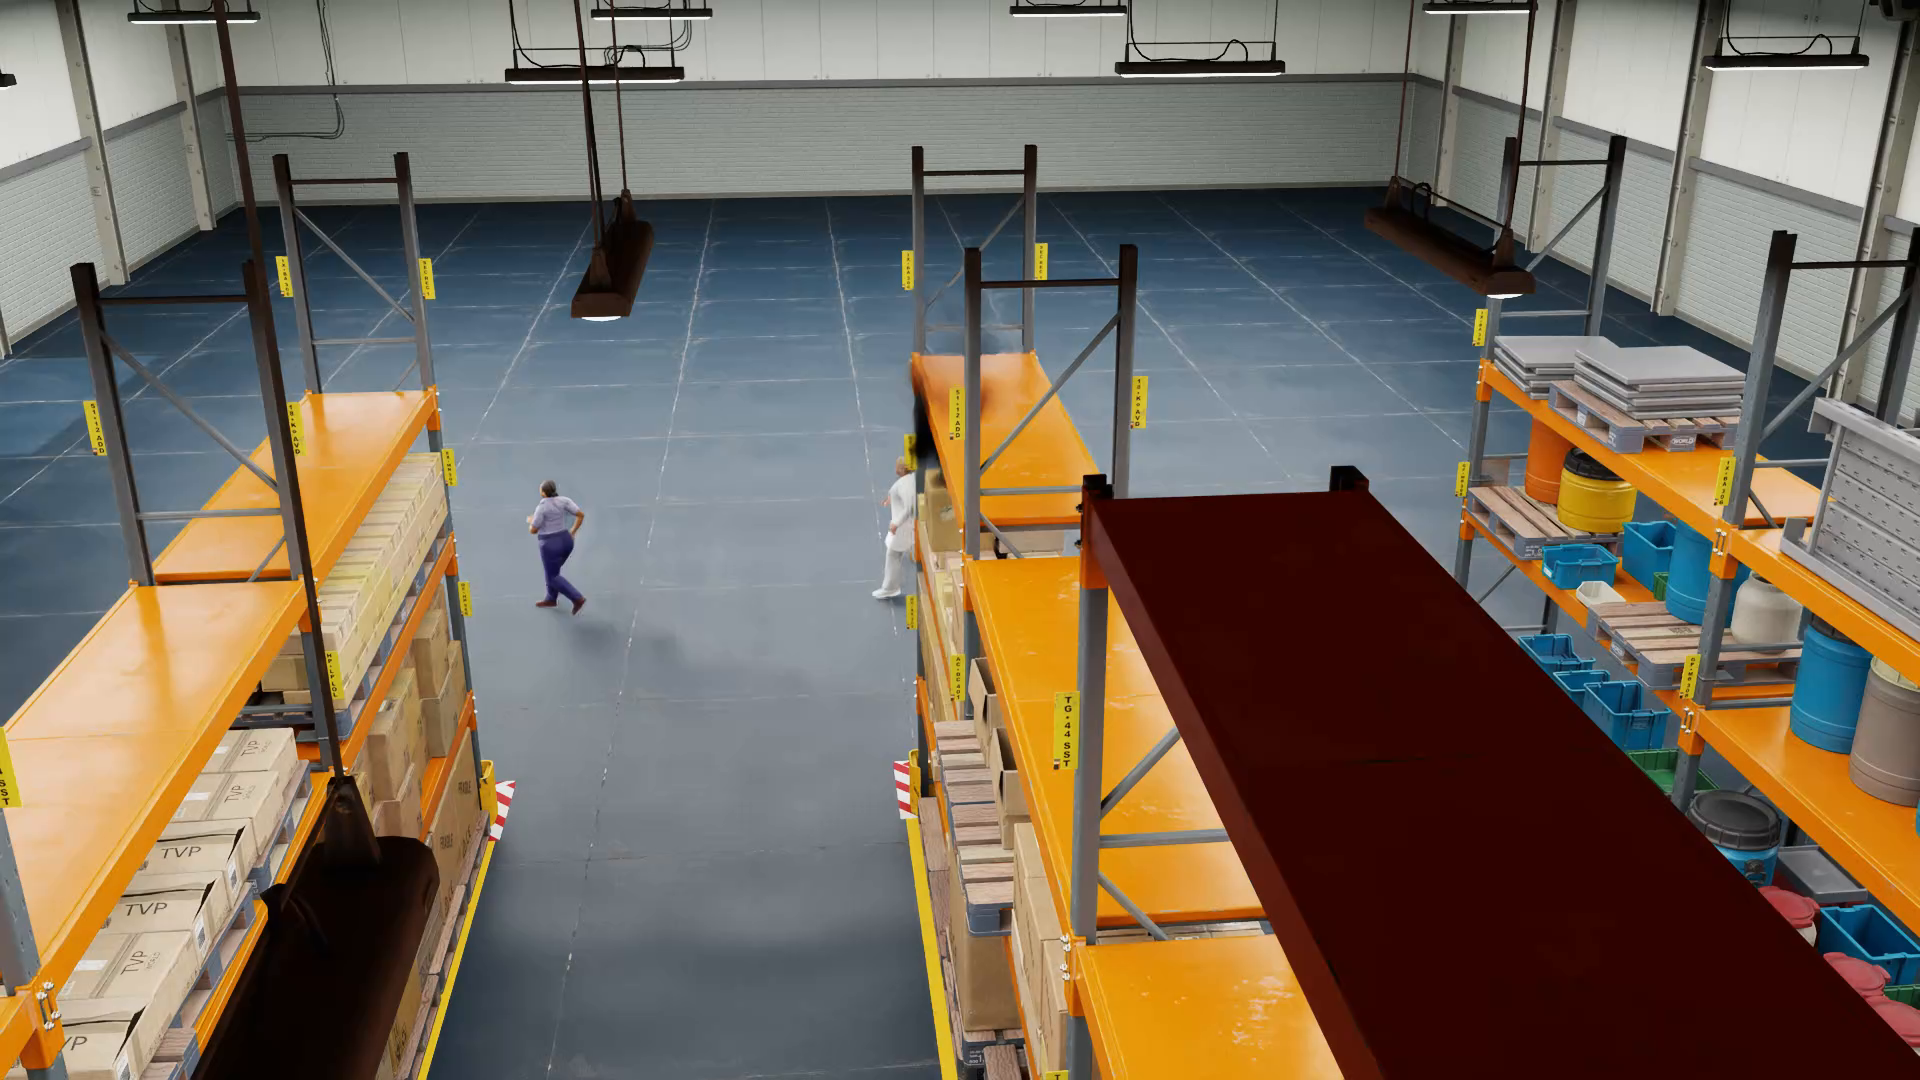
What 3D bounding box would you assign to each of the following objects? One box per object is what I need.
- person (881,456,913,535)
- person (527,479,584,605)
[{"bbox_3d":[-0.687,-0.563,19.389,0.584,0.886,0.694,9,23,22],"label":"person"},{"bbox_3d":[-4.639,0.056,19.149,0.792,1.570,0.607,13,25,30],"label":"person"}]
